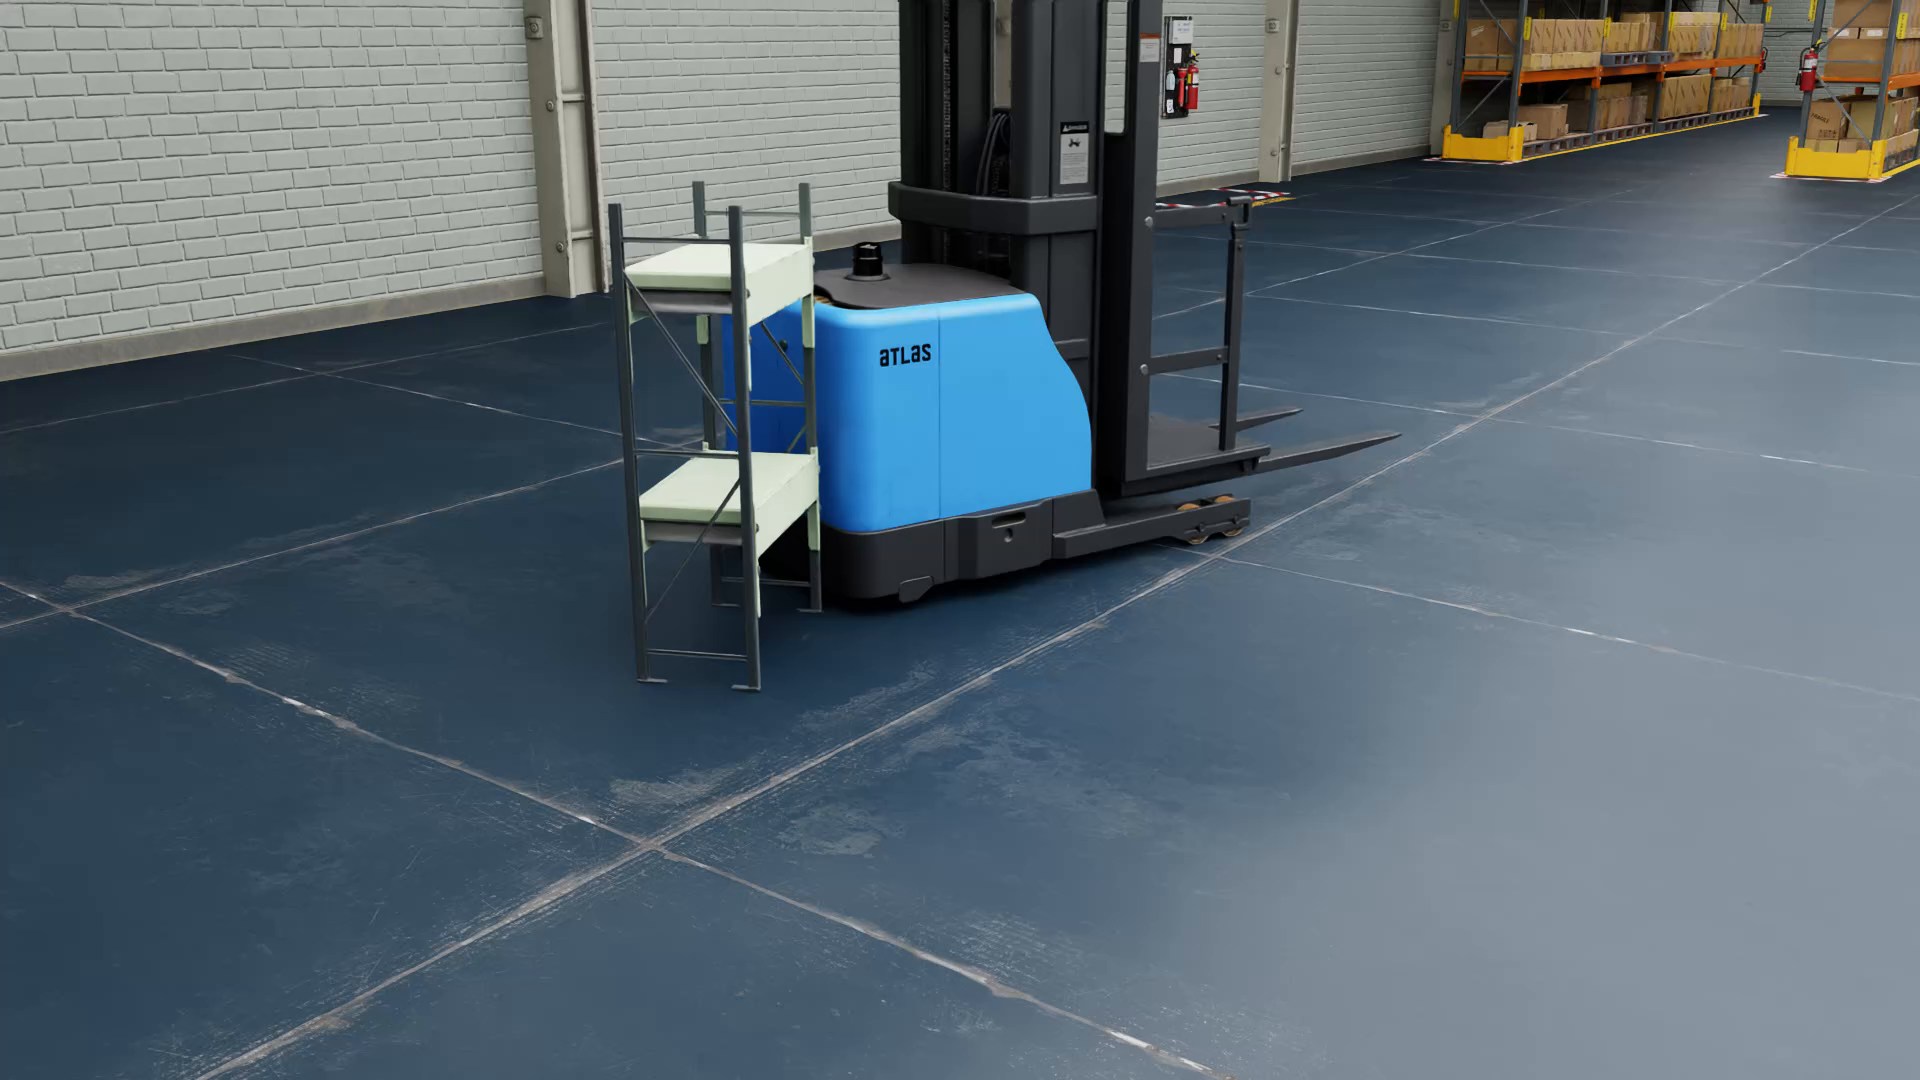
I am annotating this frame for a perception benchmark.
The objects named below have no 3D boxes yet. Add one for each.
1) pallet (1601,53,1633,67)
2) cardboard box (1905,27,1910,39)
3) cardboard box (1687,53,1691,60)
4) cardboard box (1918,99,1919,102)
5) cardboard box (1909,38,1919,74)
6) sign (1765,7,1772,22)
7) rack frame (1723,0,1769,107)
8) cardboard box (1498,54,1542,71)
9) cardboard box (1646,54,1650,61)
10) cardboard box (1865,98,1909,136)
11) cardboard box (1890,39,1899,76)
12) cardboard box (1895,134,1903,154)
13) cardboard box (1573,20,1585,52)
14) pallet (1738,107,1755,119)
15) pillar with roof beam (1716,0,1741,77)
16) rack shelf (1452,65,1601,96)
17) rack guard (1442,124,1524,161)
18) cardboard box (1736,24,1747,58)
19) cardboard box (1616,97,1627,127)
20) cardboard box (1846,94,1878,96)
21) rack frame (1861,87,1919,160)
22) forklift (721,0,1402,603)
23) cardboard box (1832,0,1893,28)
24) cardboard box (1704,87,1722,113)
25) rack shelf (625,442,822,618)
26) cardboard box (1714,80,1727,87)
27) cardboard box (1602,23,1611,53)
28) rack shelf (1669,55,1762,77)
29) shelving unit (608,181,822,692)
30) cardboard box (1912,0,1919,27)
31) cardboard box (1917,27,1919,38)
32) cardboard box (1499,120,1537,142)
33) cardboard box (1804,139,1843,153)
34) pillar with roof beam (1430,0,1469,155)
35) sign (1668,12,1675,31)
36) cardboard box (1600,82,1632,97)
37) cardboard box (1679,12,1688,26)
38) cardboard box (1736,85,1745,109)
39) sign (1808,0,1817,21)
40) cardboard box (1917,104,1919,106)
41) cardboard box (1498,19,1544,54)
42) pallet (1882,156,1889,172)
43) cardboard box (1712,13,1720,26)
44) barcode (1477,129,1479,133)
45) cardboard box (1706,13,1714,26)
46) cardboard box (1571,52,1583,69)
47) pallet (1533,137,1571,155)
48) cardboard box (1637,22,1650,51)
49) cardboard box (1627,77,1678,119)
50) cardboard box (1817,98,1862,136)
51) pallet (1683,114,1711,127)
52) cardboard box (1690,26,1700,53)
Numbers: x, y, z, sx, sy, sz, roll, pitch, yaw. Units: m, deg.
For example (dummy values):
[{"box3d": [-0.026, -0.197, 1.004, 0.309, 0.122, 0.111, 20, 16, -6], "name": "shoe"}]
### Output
[{"box3d": [10.982, -8.336, 28.854, 1.003, 0.211, 1.213, 12, 21, 35], "name": "pallet"}, {"box3d": [13.180, -7.165, 23.495, 0.380, 0.149, 0.250, 12, 21, 34], "name": "cardboard box"}, {"box3d": [14.243, -9.580, 32.925, 0.380, 0.149, 0.250, 13, 22, 36], "name": "cardboard box"}, {"box3d": [16.226, -7.432, 28.602, 0.500, 0.311, 0.500, 13, 22, 37], "name": "cardboard box"}, {"box3d": [13.822, -7.211, 24.739, 0.700, 0.500, 0.500, 12, 21, 34], "name": "cardboard box"}, {"box3d": [17.988, -11.697, 37.000, 0.100, 0.325, 0.005, 12, 21, 35], "name": "sign"}, {"box3d": [17.560, -11.130, 37.526, 1.000, 3.000, 0.127, 12, 21, 35], "name": "rack frame"}, {"box3d": [8.573, -7.317, 25.467, 0.500, 0.250, 0.500, 12, 21, 33], "name": "cardboard box"}, {"box3d": [13.176, -9.151, 31.545, 0.380, 0.149, 0.250, 12, 21, 34], "name": "cardboard box"}, {"box3d": [13.401, -6.135, 24.106, 0.500, 0.500, 0.500, 12, 21, 35], "name": "cardboard box"}, {"box3d": [12.605, -6.727, 23.180, 0.700, 0.500, 0.500, 13, 22, 36], "name": "cardboard box"}, {"box3d": [13.401, -5.777, 24.218, 0.500, 0.250, 0.500, 12, 21, 35], "name": "cardboard box"}, {"box3d": [9.775, -8.163, 26.925, 0.500, 0.500, 0.500, 12, 21, 33], "name": "cardboard box"}, {"box3d": [17.147, -9.594, 37.282, 1.003, 0.211, 1.213, 12, 21, 35], "name": "pallet"}, {"box3d": [21.932, -14.030, 36.750, 9.100, 9.000, 0.400, 12, 21, 35], "name": "pillar with roof beam"}, {"box3d": [9.219, -7.452, 26.895, 1.077, 0.370, 4.000, 12, 21, 35], "name": "rack shelf"}, {"box3d": [8.072, -6.143, 25.683, 1.175, 0.500, 0.348, 12, 21, 35], "name": "rack guard"}, {"box3d": [16.378, -10.795, 35.941, 0.980, 0.700, 0.700, 11, 20, 32], "name": "cardboard box"}, {"box3d": [11.733, -7.834, 30.387, 0.700, 0.500, 0.500, 12, 21, 34], "name": "cardboard box"}, {"box3d": [13.863, -6.588, 25.563, 0.500, 0.500, 0.500, 12, 21, 35], "name": "cardboard box"}, {"box3d": [14.391, -7.397, 25.506, 1.000, 3.000, 0.127, 12, 21, 35], "name": "rack frame"}, {"box3d": [0.577, -1.496, 6.618, 3.031, 2.935, 1.130, -12, 21, -33], "name": "forklift"}, {"box3d": [12.327, -7.233, 22.622, 0.700, 0.500, 0.500, 13, 21, 35], "name": "cardboard box"}, {"box3d": [15.705, -9.344, 35.282, 0.700, 0.500, 0.500, 13, 21, 35], "name": "cardboard box"}, {"box3d": [-0.758, -0.051, 5.476, 0.431, 0.370, 0.720, 3, 18, 10], "name": "rack shelf"}, {"box3d": [16.055, -9.703, 35.344, 0.380, 0.149, 0.250, 13, 22, 37], "name": "cardboard box"}, {"box3d": [10.741, -8.645, 28.613, 0.700, 0.500, 0.500, 12, 21, 35], "name": "cardboard box"}, {"box3d": [16.369, -10.310, 36.099, 1.077, 0.370, 4.000, 12, 21, 35], "name": "rack shelf"}, {"box3d": [-0.759, -0.362, 5.379, 0.431, 1.500, 0.755, 3, 18, 10], "name": "shelving unit"}, {"box3d": [13.532, -7.718, 24.183, 0.700, 0.500, 0.500, 12, 21, 35], "name": "cardboard box"}, {"box3d": [13.793, -7.410, 24.285, 0.380, 0.149, 0.250, 12, 21, 34], "name": "cardboard box"}, {"box3d": [8.851, -6.530, 26.504, 0.500, 0.311, 0.500, 15, 22, 39], "name": "cardboard box"}, {"box3d": [12.090, -5.512, 23.363, 0.500, 0.250, 0.500, 12, 21, 35], "name": "cardboard box"}, {"box3d": [11.207, -9.743, 22.944, 9.100, 9.000, 0.400, 12, 21, 35], "name": "pillar with roof beam"}, {"box3d": [13.235, -9.646, 30.929, 0.100, 0.325, 0.005, 12, 21, 35], "name": "sign"}, {"box3d": [12.016, -8.293, 30.601, 0.500, 0.250, 0.500, 13, 21, 36], "name": "cardboard box"}, {"box3d": [13.591, -9.973, 31.831, 0.500, 0.250, 0.500, 12, 21, 34], "name": "cardboard box"}, {"box3d": [16.925, -9.833, 36.857, 0.700, 0.500, 0.500, 12, 21, 35], "name": "cardboard box"}, {"box3d": [11.580, -7.210, 22.551, 0.100, 0.325, 0.005, 12, 21, 35], "name": "sign"}, {"box3d": [15.447, -6.849, 26.722, 0.500, 0.311, 0.500, 12, 21, 33], "name": "cardboard box"}, {"box3d": [8.553, -7.676, 25.357, 0.500, 0.500, 0.500, 12, 21, 35], "name": "cardboard box"}, {"box3d": [12.429, -5.302, 23.462, 1.003, 0.211, 1.213, 12, 21, 35], "name": "pallet"}, {"box3d": [15.104, -10.578, 33.781, 0.500, 0.250, 0.500, 13, 22, 36], "name": "cardboard box"}, {"box3d": [8.201, -6.473, 26.307, 0.001, 0.075, 0.075, 12, 21, 35], "name": "barcode"}, {"box3d": [14.792, -10.458, 33.394, 0.500, 0.250, 0.500, 13, 21, 36], "name": "cardboard box"}, {"box3d": [9.781, -7.803, 27.034, 0.500, 0.250, 0.500, 12, 21, 34], "name": "cardboard box"}, {"box3d": [9.312, -6.482, 27.261, 1.003, 0.211, 1.213, 12, 21, 35], "name": "pallet"}, {"box3d": [12.210, -9.231, 30.500, 0.700, 0.500, 0.500, 10, 20, 30], "name": "cardboard box"}, {"box3d": [13.337, -8.550, 32.136, 0.750, 0.750, 0.750, 12, 21, 34], "name": "cardboard box"}, {"box3d": [12.672, -6.111, 24.029, 0.500, 0.500, 0.500, 12, 21, 35], "name": "cardboard box"}, {"box3d": [14.778, -8.648, 34.237, 1.003, 0.211, 1.213, 12, 21, 35], "name": "pallet"}, {"box3d": [14.209, -9.861, 32.735, 0.500, 0.500, 0.500, 13, 22, 36], "name": "cardboard box"}]
